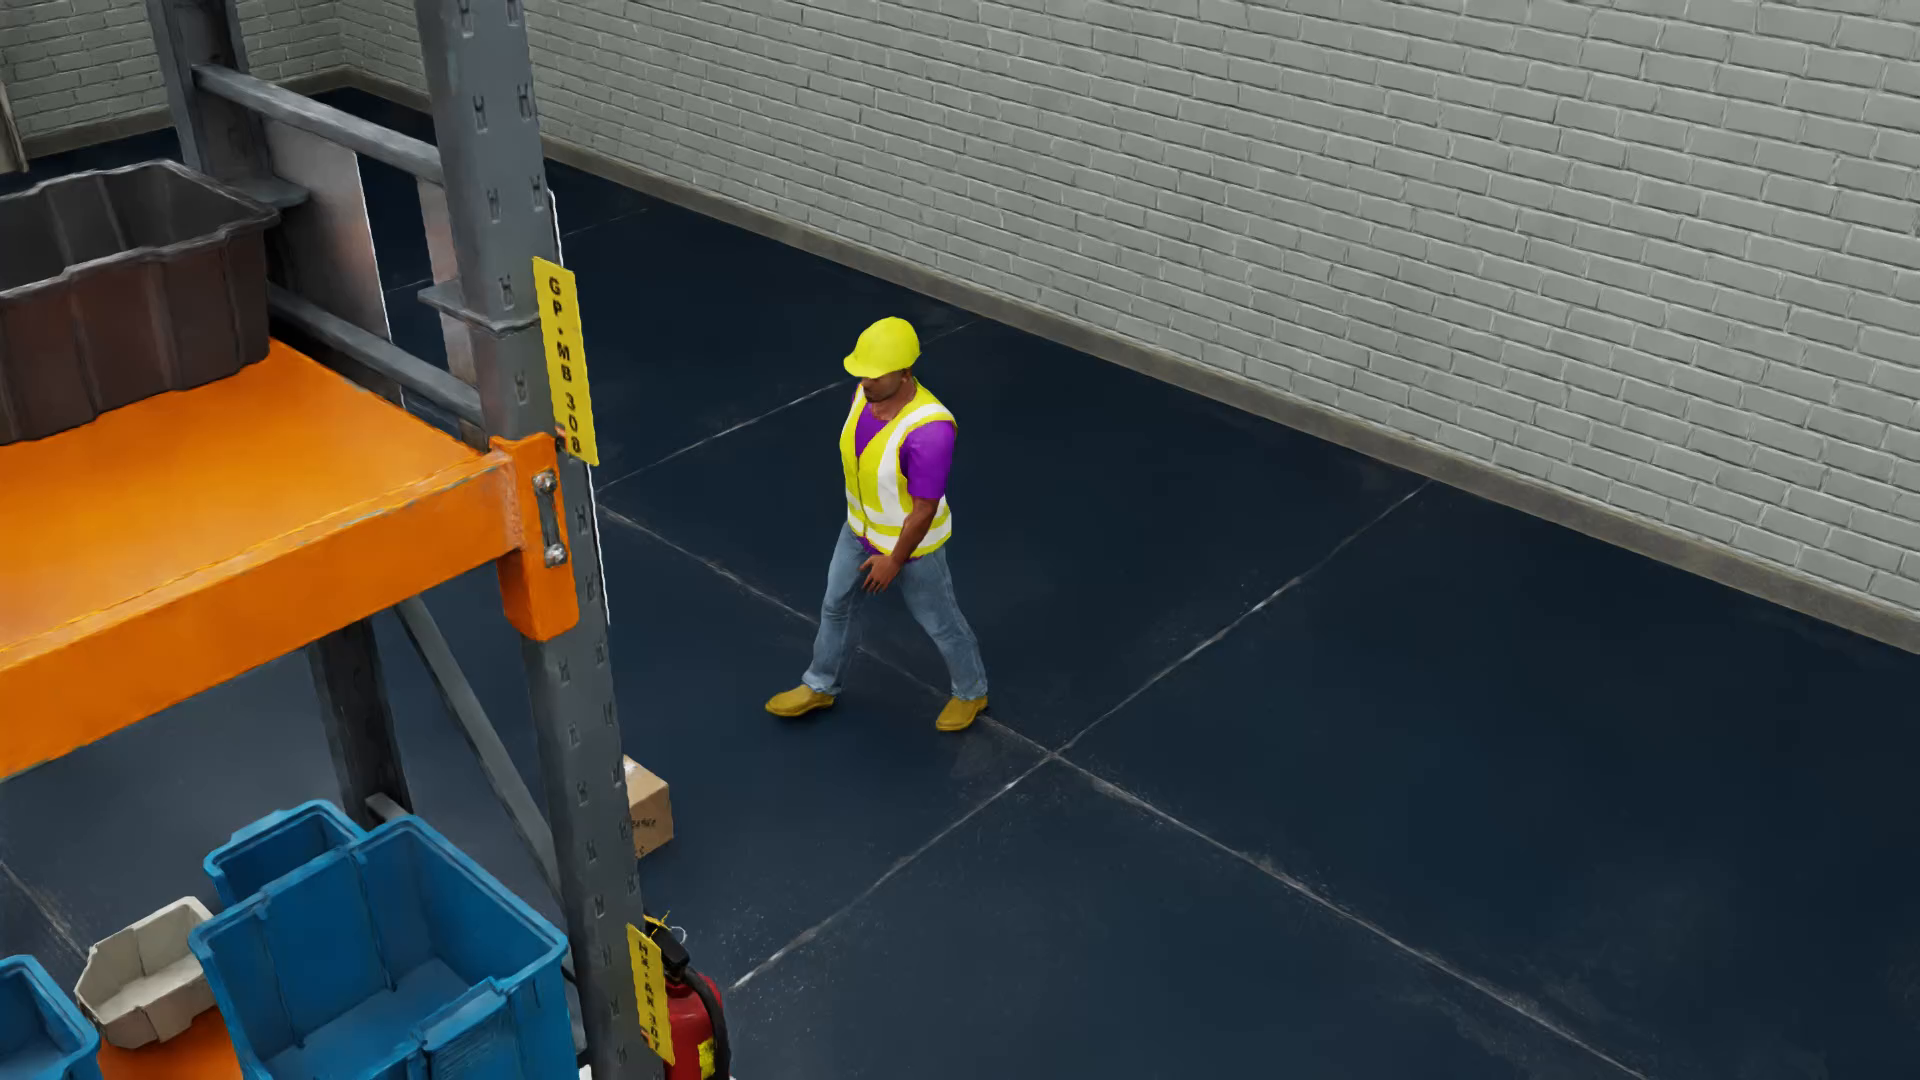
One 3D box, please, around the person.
[{"bbox_3d":[-0.295,-0.037,6.174,0.771,1.740,0.663,-24,38,-34],"label":"person"}]
